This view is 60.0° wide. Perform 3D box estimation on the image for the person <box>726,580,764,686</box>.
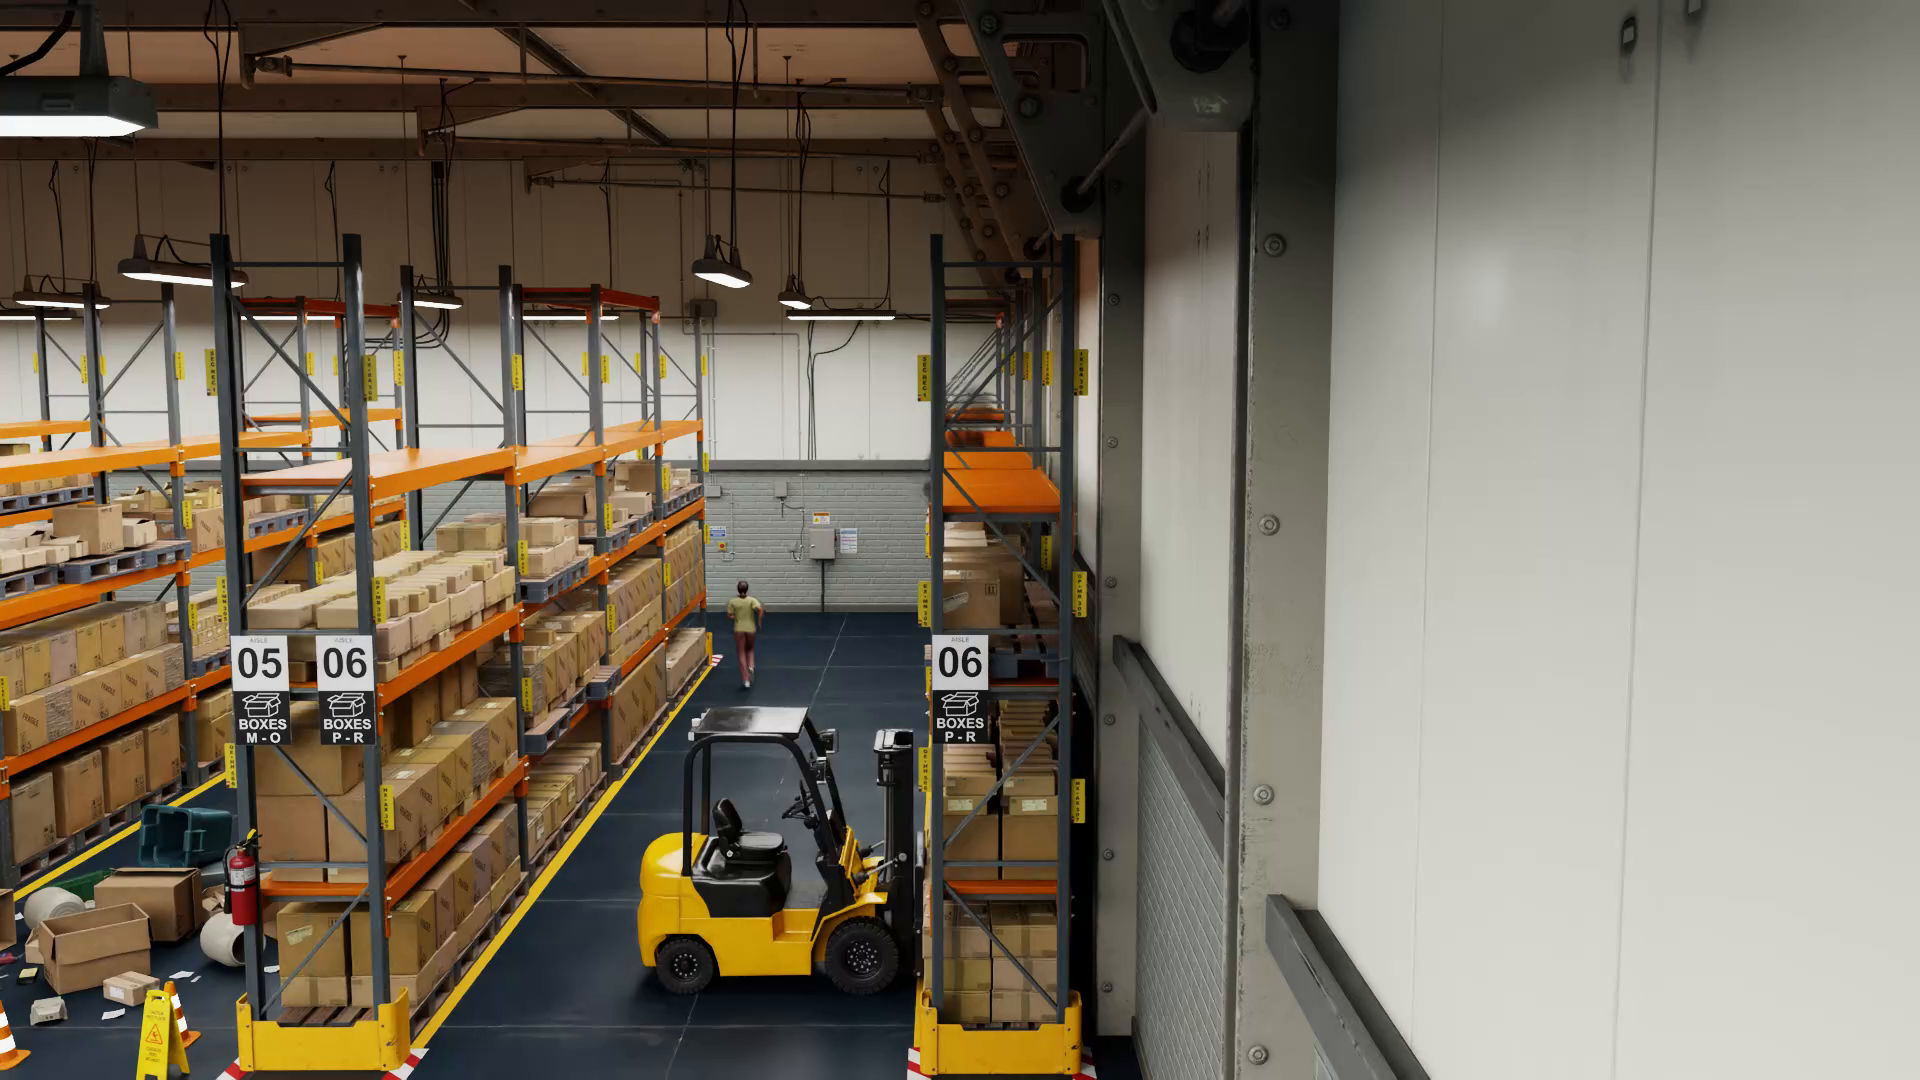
[{"bbox_3d":[-3.388,1.443,26.160,0.565,1.639,0.599,-1,6,-13],"label":"person"}]
